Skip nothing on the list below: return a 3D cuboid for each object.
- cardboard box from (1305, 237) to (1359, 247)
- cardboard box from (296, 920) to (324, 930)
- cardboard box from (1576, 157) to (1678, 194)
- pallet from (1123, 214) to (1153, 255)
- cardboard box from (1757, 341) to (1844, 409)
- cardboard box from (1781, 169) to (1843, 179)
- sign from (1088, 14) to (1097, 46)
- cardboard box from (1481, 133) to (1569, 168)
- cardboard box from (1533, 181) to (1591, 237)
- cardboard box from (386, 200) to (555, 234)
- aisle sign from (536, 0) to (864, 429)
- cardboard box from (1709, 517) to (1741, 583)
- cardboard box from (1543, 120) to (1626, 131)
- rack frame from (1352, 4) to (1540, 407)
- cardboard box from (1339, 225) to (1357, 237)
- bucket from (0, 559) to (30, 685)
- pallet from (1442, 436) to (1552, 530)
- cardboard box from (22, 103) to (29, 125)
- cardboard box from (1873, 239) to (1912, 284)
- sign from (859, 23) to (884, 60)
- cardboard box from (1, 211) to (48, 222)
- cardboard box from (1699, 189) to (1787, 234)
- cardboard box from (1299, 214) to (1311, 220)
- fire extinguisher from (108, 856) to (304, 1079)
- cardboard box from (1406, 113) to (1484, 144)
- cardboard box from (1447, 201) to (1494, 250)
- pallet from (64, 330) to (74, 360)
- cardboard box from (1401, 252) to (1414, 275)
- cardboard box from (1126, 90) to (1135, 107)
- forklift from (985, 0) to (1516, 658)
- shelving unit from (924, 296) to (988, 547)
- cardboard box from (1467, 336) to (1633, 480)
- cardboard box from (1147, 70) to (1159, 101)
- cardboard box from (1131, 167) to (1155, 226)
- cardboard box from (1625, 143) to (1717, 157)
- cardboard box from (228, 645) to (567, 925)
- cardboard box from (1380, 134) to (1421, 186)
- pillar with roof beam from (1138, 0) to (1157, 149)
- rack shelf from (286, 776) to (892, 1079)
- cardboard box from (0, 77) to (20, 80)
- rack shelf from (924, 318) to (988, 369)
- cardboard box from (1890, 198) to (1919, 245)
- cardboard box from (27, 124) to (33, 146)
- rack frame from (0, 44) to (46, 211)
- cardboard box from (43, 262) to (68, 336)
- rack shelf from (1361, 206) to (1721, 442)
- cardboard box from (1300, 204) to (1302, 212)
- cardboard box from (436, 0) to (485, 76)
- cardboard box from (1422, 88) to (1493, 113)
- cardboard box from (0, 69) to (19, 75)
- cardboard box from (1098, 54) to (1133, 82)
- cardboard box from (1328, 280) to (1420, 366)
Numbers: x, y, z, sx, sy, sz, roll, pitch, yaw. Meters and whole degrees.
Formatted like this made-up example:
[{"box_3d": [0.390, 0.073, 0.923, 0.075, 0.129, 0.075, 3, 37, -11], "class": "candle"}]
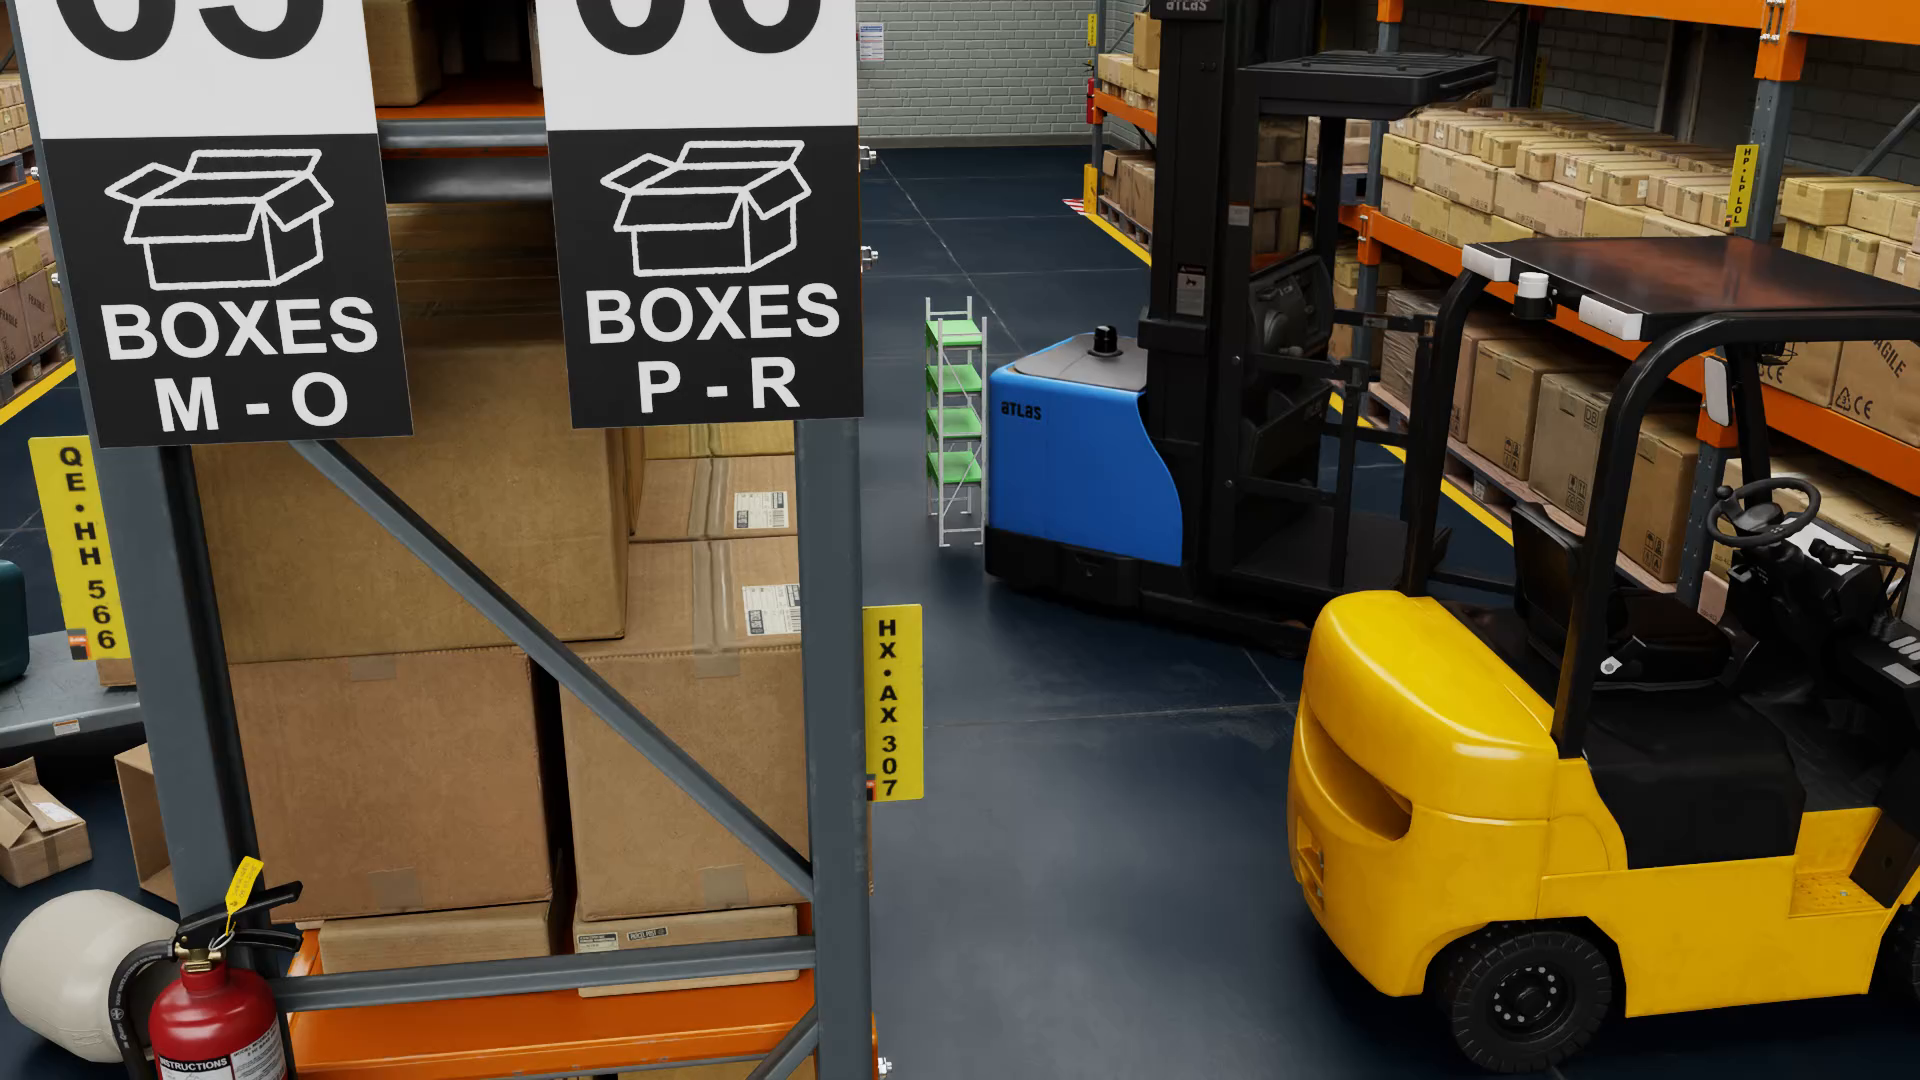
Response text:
[{"box_3d": [2.736, -2.106, 12.112, 0.380, 0.149, 0.250, -2, 21, -6], "class": "cardboard box"}, {"box_3d": [-1.055, 0.600, 3.180, 0.380, 0.149, 0.250, -3, 21, -8], "class": "cardboard box"}, {"box_3d": [3.239, -1.765, 8.084, 0.380, 0.149, 0.250, -3, 21, -9], "class": "cardboard box"}, {"box_3d": [2.261, -3.078, 16.655, 1.003, 0.211, 1.213, -3, 21, -8], "class": "pallet"}, {"box_3d": [3.497, -0.833, 6.516, 0.500, 0.500, 0.500, -3, 21, -9], "class": "cardboard box"}, {"box_3d": [3.831, -1.618, 7.692, 0.380, 0.149, 0.250, -3, 21, -8], "class": "cardboard box"}, {"box_3d": [1.425, -5.486, 17.880, 0.100, 0.325, 0.005, -3, 21, -8], "class": "sign"}, {"box_3d": [3.066, -2.117, 9.027, 0.380, 0.149, 0.250, -2, 21, -7], "class": "cardboard box"}, {"box_3d": [3.218, -1.629, 8.291, 0.500, 0.250, 0.500, -3, 21, -7], "class": "cardboard box"}, {"box_3d": [-1.174, -0.484, 3.727, 0.700, 0.500, 0.500, -3, 21, -8], "class": "cardboard box"}, {"box_3d": [-0.328, -0.528, 2.128, 0.394, 0.787, 0.004, -3, 21, -8], "class": "aisle sign"}, {"box_3d": [3.456, 0.087, 6.811, 0.500, 0.250, 0.500, -3, 21, -8], "class": "cardboard box"}, {"box_3d": [3.592, -2.327, 9.589, 0.380, 0.149, 0.250, -3, 21, -9], "class": "cardboard box"}, {"box_3d": [3.115, -2.338, 10.689, 1.000, 3.000, 0.127, -3, 21, -8], "class": "rack frame"}, {"box_3d": [3.109, -2.309, 12.656, 0.380, 0.149, 0.250, -3, 21, -7], "class": "cardboard box"}, {"box_3d": [-3.803, 0.336, 6.037, 0.726, 0.611, 0.620, 4, 11, 11], "class": "bucket"}, {"box_3d": [3.367, -0.323, 9.280, 1.003, 0.211, 1.213, -3, 21, -8], "class": "pallet"}, {"box_3d": [-6.932, -3.100, 12.063, 0.380, 0.149, 0.250, -2, 21, -5], "class": "cardboard box"}, {"box_3d": [3.581, -1.002, 6.041, 0.380, 0.149, 0.250, -3, 21, -8], "class": "cardboard box"}, {"box_3d": [-1.227, -6.915, 23.079, 0.329, 0.494, 0.001, -3, 21, -8], "class": "sign"}, {"box_3d": [-6.899, -2.318, 12.537, 0.500, 0.250, 0.500, -3, 21, -9], "class": "cardboard box"}, {"box_3d": [3.422, -1.411, 7.136, 0.380, 0.149, 0.250, -2, 21, -6], "class": "cardboard box"}, {"box_3d": [2.577, -2.466, 13.077, 0.380, 0.149, 0.250, -2, 21, -6], "class": "cardboard box"}, {"box_3d": [-1.083, 0.783, 2.444, 0.296, 0.674, 0.183, -3, 21, -8], "class": "fire extinguisher"}, {"box_3d": [2.909, -2.471, 9.975, 0.380, 0.149, 0.250, -2, 21, -7], "class": "cardboard box"}, {"box_3d": [3.086, -1.749, 9.327, 0.500, 0.250, 0.500, -4, 21, -10], "class": "cardboard box"}, {"box_3d": [-7.143, -1.611, 12.727, 1.003, 0.211, 1.213, -3, 21, -8], "class": "pallet"}, {"box_3d": [3.336, -1.957, 11.714, 0.380, 0.149, 0.250, -2, 21, -6], "class": "cardboard box"}, {"box_3d": [1.874, -4.414, 16.606, 0.380, 0.149, 0.250, -4, 21, -9], "class": "cardboard box"}, {"box_3d": [1.647, -1.030, 7.284, 3.031, 2.935, 1.130, 12, 24, 29], "class": "forklift"}, {"box_3d": [-0.024, -0.619, 8.660, 0.258, 1.200, 0.503, -3, 21, -8], "class": "shelving unit"}, {"box_3d": [3.390, -0.747, 9.222, 0.875, 0.625, 0.625, -4, 21, -10], "class": "cardboard box"}, {"box_3d": [2.078, -4.302, 15.736, 0.500, 0.250, 0.500, -3, 21, -8], "class": "cardboard box"}, {"box_3d": [2.018, -3.431, 16.587, 0.500, 0.500, 0.500, -3, 21, -7], "class": "cardboard box"}, {"box_3d": [3.679, -1.966, 8.624, 0.380, 0.149, 0.250, -3, 21, -7], "class": "cardboard box"}, {"box_3d": [-0.994, 0.323, 2.995, 0.500, 0.500, 0.500, -3, 21, -9], "class": "cardboard box"}, {"box_3d": [2.912, -2.335, 10.180, 0.500, 0.250, 0.500, -3, 21, -8], "class": "cardboard box"}, {"box_3d": [-1.795, -8.680, 19.095, 9.100, 9.000, 0.400, -3, 21, -8], "class": "pillar with roof beam"}, {"box_3d": [-0.932, 0.328, 4.579, 1.077, 0.370, 4.000, -3, 21, -8], "class": "rack shelf"}, {"box_3d": [-6.966, -3.322, 12.232, 0.380, 0.149, 0.250, -4, 21, -9], "class": "cardboard box"}, {"box_3d": [-0.024, -1.009, 8.514, 0.258, 0.148, 0.480, -3, 21, -8], "class": "rack shelf"}, {"box_3d": [3.617, -1.144, 5.997, 0.380, 0.149, 0.250, -3, 21, -9], "class": "cardboard box"}, {"box_3d": [-6.932, -2.962, 12.118, 0.380, 0.149, 0.250, -3, 21, -8], "class": "cardboard box"}, {"box_3d": [-7.257, -3.187, 12.961, 1.000, 3.000, 0.127, -3, 21, -8], "class": "rack frame"}, {"box_3d": [-6.827, -1.791, 12.197, 0.500, 0.500, 0.500, -3, 21, -9], "class": "cardboard box"}, {"box_3d": [3.403, -1.308, 8.960, 1.077, 0.370, 4.000, -3, 21, -8], "class": "rack shelf"}, {"box_3d": [2.963, -2.765, 13.877, 0.380, 0.149, 0.250, -3, 21, -7], "class": "cardboard box"}, {"box_3d": [-1.044, -0.892, 2.888, 0.380, 0.149, 0.250, -2, 21, -6], "class": "cardboard box"}, {"box_3d": [3.195, -2.768, 11.096, 0.500, 0.500, 0.500, -2, 21, -5], "class": "cardboard box"}, {"box_3d": [-7.606, -3.526, 13.301, 0.500, 0.500, 0.500, -3, 21, -8], "class": "cardboard box"}, {"box_3d": [1.760, -5.006, 17.622, 0.500, 0.250, 0.500, -3, 21, -7], "class": "cardboard box"}, {"box_3d": [2.841, -1.499, 11.415, 0.500, 0.500, 0.500, -2, 21, -6], "class": "cardboard box"}]
